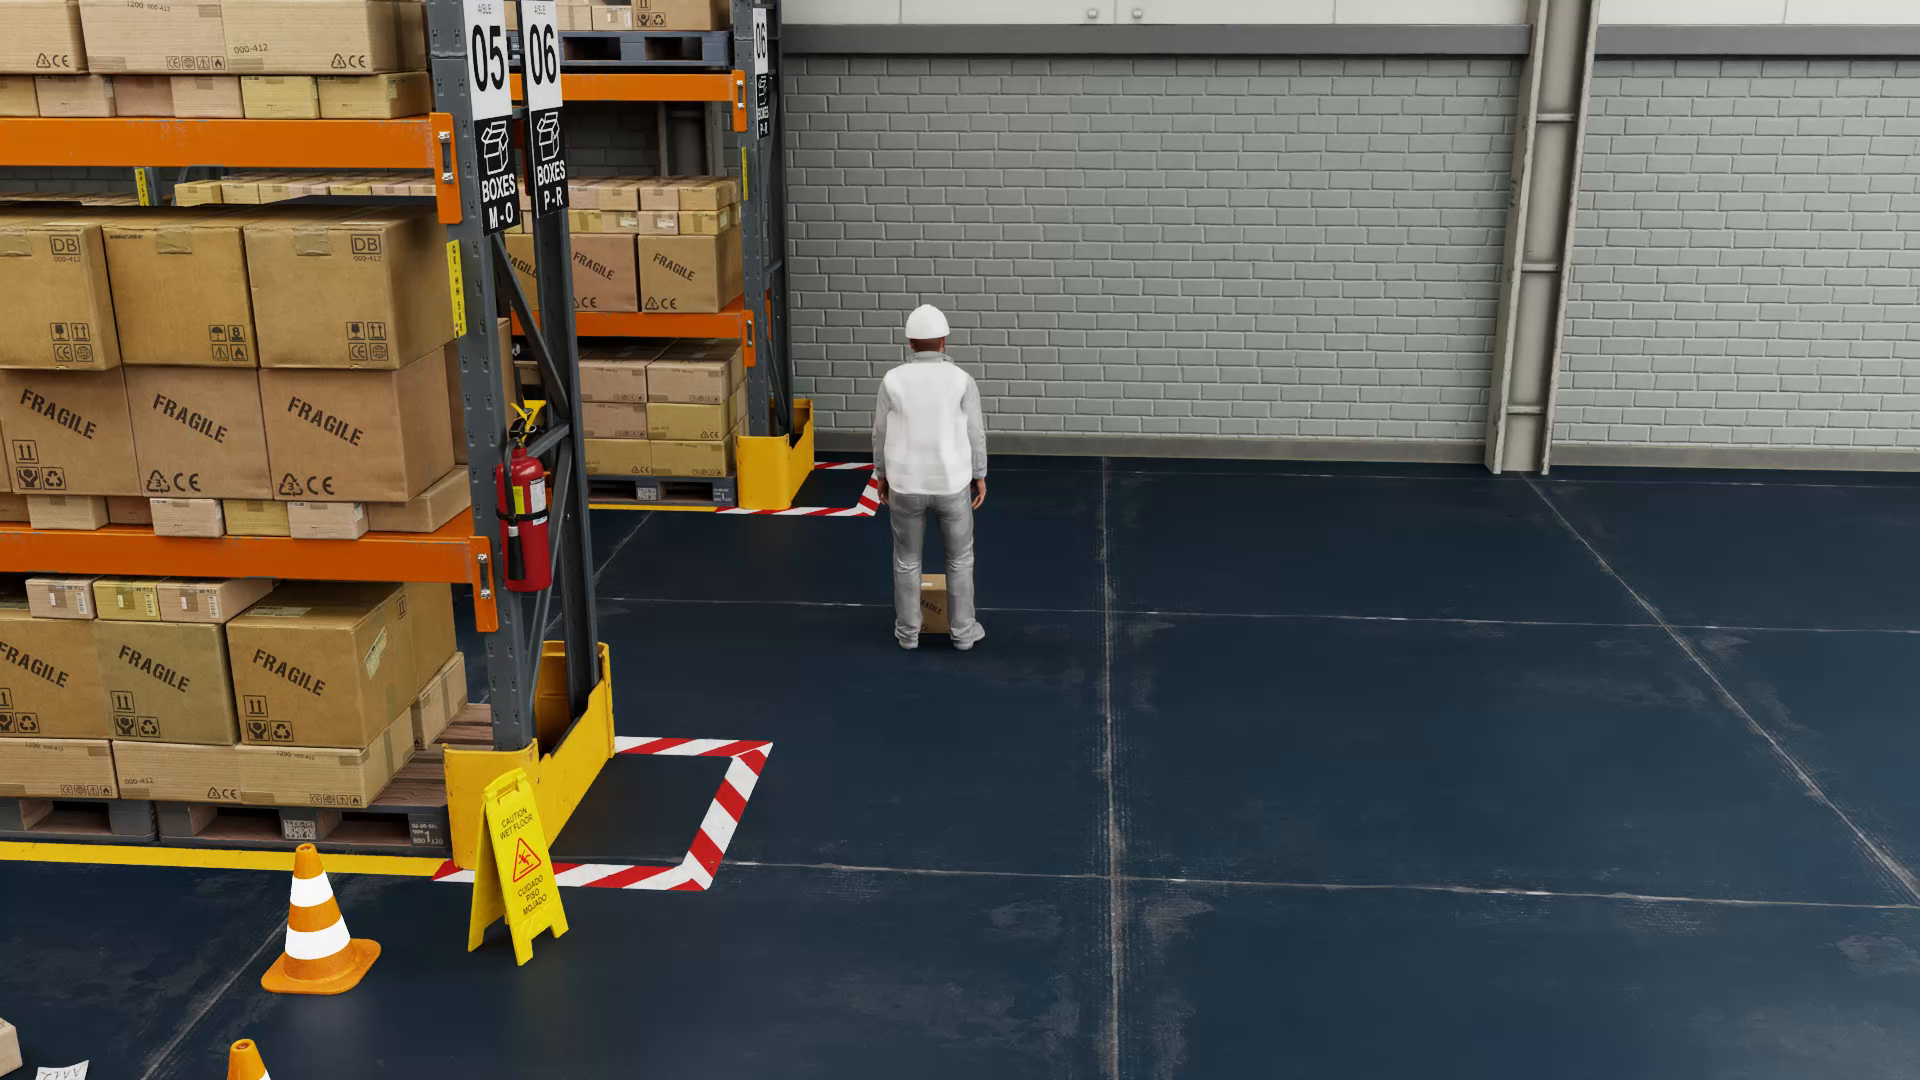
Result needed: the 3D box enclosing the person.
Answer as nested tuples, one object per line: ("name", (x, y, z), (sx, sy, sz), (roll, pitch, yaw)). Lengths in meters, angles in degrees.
("person", (-0.150, -0.305, 8.479), (0.579, 1.770, 0.465), (1, 17, 4))
